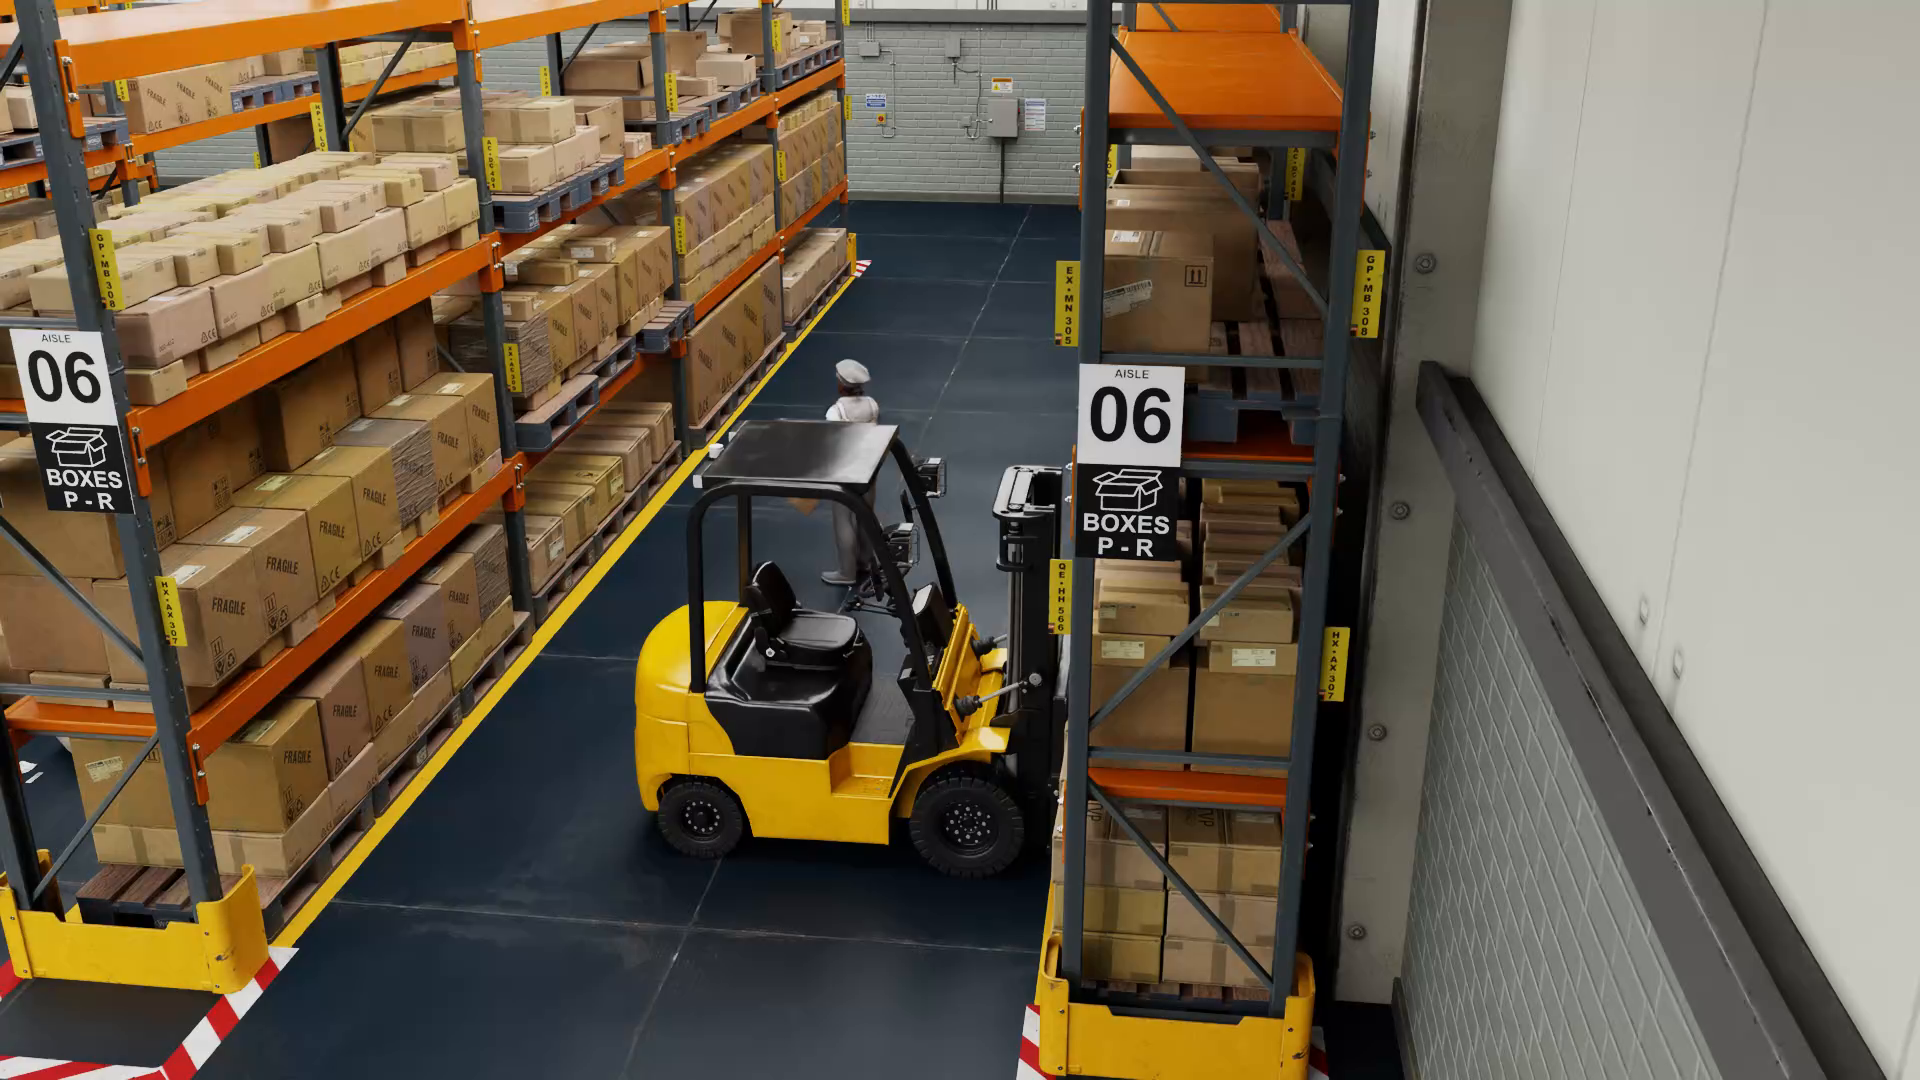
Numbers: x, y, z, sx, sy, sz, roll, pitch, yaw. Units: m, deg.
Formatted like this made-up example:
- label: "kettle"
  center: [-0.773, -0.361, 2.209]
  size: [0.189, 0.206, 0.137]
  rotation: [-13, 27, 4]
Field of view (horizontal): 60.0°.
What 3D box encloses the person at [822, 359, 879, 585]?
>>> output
- label: "person"
  center: [-0.847, -0.520, 12.328]
  size: [0.477, 1.703, 0.486]
  rotation: [-15, 26, -33]
